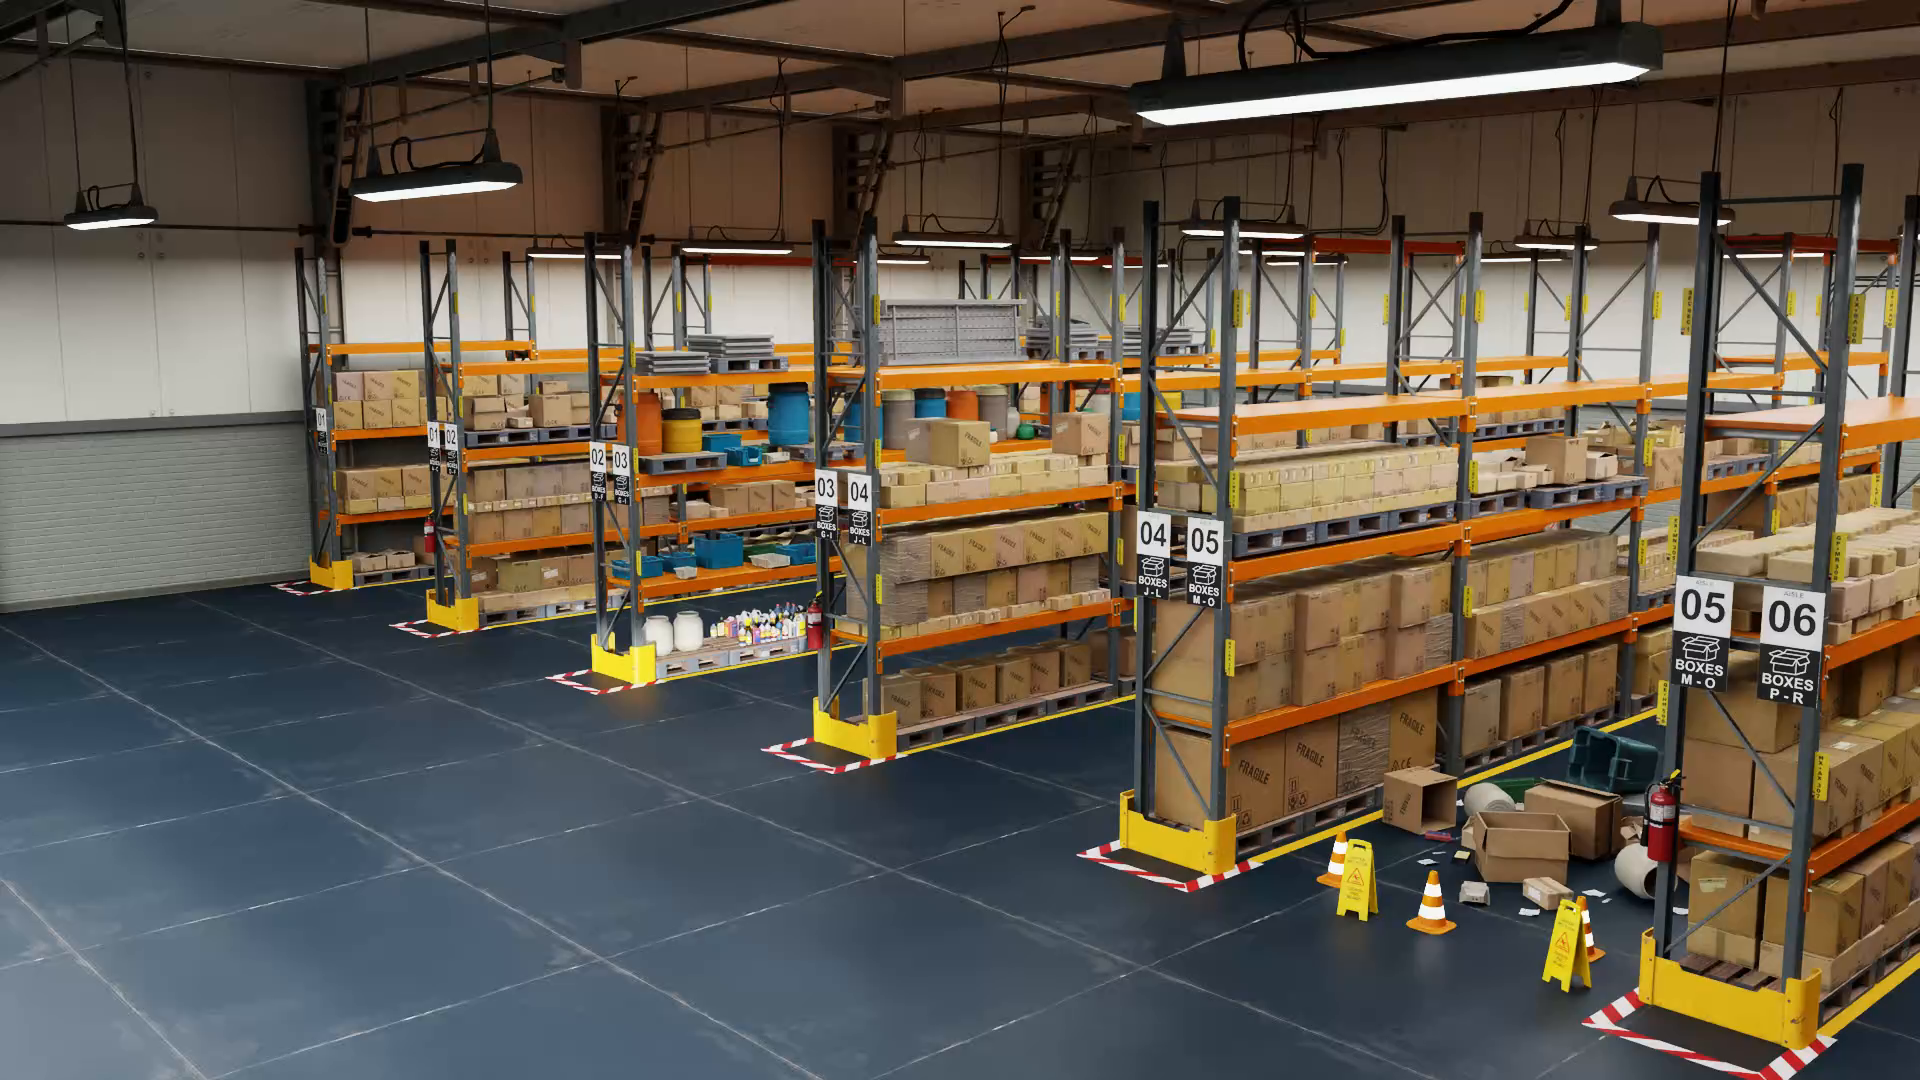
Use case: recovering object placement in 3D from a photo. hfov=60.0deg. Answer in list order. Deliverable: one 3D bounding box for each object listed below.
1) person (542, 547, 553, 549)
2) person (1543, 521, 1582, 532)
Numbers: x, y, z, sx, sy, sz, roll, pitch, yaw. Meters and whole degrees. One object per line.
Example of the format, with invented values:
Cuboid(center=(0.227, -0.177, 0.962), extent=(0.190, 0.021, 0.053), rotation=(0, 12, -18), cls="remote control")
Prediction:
Cuboid(center=(-7.143, 0.126, 29.081), extent=(0.539, 1.591, 0.831), rotation=(7, 11, 39), cls="person")
Cuboid(center=(9.638, 0.354, 26.744), extent=(0.881, 1.818, 0.634), rotation=(-8, 12, -44), cls="person")
